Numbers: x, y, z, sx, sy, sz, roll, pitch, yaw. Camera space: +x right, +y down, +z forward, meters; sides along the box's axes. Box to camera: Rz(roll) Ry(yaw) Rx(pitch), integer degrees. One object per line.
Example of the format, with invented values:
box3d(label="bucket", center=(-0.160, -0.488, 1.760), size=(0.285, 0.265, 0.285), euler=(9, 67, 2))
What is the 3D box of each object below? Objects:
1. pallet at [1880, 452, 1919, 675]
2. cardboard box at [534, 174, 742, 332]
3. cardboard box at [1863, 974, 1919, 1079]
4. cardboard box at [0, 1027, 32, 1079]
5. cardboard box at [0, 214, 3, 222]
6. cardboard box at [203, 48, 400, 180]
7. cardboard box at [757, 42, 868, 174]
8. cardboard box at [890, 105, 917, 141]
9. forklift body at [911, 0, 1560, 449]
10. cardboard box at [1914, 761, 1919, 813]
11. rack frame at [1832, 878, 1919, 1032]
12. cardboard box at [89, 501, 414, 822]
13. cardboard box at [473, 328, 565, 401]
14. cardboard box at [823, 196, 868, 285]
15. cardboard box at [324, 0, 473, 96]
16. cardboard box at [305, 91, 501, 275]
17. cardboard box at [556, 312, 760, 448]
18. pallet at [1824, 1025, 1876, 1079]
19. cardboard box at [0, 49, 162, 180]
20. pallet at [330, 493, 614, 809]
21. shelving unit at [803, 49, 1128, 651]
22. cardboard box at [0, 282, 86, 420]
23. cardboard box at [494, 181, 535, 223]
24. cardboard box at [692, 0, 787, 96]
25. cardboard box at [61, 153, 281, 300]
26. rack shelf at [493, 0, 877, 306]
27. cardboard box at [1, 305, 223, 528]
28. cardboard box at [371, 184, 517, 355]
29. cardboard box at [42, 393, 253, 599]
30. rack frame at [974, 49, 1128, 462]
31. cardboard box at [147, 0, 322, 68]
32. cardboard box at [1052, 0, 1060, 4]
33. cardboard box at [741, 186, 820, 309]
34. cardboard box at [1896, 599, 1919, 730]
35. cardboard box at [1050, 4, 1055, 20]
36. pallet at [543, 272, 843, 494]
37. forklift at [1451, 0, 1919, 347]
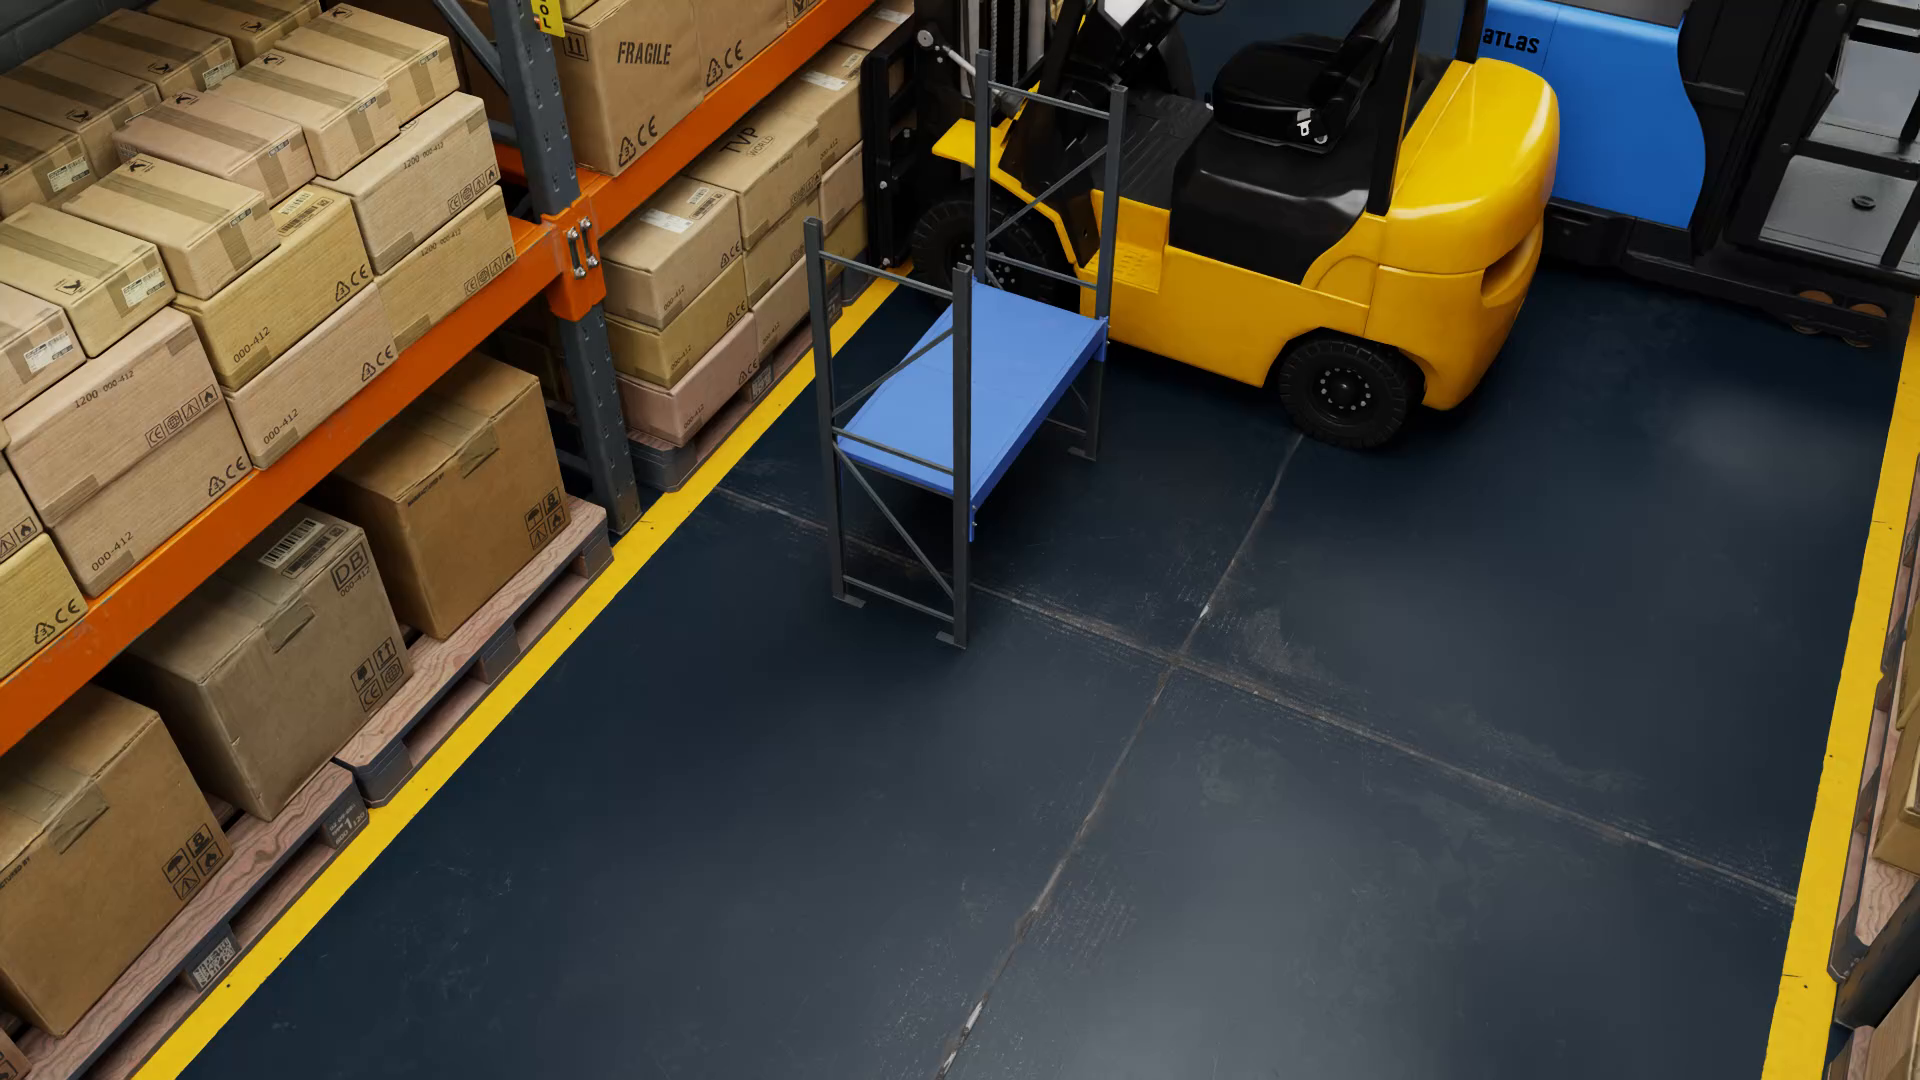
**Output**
box3d(label="pallet", center=(3.660, 0.145, 5.458), size=(1.003, 0.211, 1.213), euler=(20, 49, 19))
box3d(label="cardboard box", center=(-1.081, -0.999, 5.564), size=(0.500, 0.250, 0.500), euler=(20, 49, 18))
box3d(label="cardboard box", center=(2.573, 1.478, 3.732), size=(0.950, 0.372, 0.625), euler=(21, 49, 20))
box3d(label="cardboard box", center=(-2.842, 1.139, 3.890), size=(0.875, 0.625, 0.625), euler=(22, 49, 20))
box3d(label="cardboard box", center=(-2.463, -0.753, 3.859), size=(0.380, 0.149, 0.250), euler=(20, 49, 19))
box3d(label="cardboard box", center=(-1.649, -1.072, 4.174), size=(0.380, 0.149, 0.250), euler=(20, 49, 18))
box3d(label="cardboard box", center=(-0.614, -1.635, 6.192), size=(0.500, 0.250, 0.500), euler=(22, 49, 20))
box3d(label="cardboard box", center=(-0.375, -1.774, 6.681), size=(0.500, 0.250, 0.500), euler=(20, 49, 19))
box3d(label="forklift body", center=(1.009, -1.690, 5.908), size=(2.313, 2.155, 1.214), euler=(20, 49, 19))
box3d(label="cardboard box", center=(2.852, 0.465, 4.292), size=(0.500, 0.500, 0.500), euler=(20, 49, 19))
box3d(label="rack frame", center=(2.815, 0.371, 3.275), size=(1.000, 3.000, 0.127), euler=(20, 49, 19))
box3d(label="cardboard box", center=(-2.183, 0.240, 4.778), size=(0.875, 0.625, 0.625), euler=(20, 49, 19))
box3d(label="cardboard box", center=(-1.537, -0.819, 6.089), size=(0.500, 0.250, 0.500), euler=(21, 49, 19))
box3d(label="cardboard box", center=(-0.619, -1.296, 6.560), size=(0.500, 0.250, 0.500), euler=(21, 49, 20))
box3d(label="cardboard box", center=(-1.614, -1.673, 5.224), size=(0.500, 0.500, 0.500), euler=(20, 49, 19))
box3d(label="cardboard box", center=(-1.585, -0.995, 4.378), size=(0.500, 0.250, 0.500), euler=(19, 48, 18))
box3d(label="cardboard box", center=(-1.066, -0.642, 5.914), size=(0.500, 0.250, 0.500), euler=(21, 49, 19))
box3d(label="pallet", center=(2.455, 1.842, 3.781), size=(1.003, 0.211, 1.213), euler=(20, 49, 19))
box3d(label="cardboard box", center=(-2.224, -1.069, 4.172), size=(0.380, 0.149, 0.250), euler=(20, 49, 19))
box3d(label="pallet", center=(-1.891, 0.192, 5.412), size=(1.003, 0.211, 1.213), euler=(20, 49, 19))
box3d(label="shelving unit", center=(0.040, -0.581, 5.270), size=(0.538, 1.500, 1.048), euler=(20, 49, 19))
box3d(label="cardboard box", center=(-2.112, -0.426, 3.535), size=(0.380, 0.149, 0.250), euler=(21, 49, 19))
box3d(label="cardboard box", center=(-1.526, -1.172, 5.734), size=(0.500, 0.250, 0.500), euler=(21, 49, 20))
box3d(label="cardboard box", center=(-0.919, -1.828, 5.377), size=(0.500, 0.500, 0.500), euler=(21, 49, 20))
box3d(label="cardboard box", center=(-1.814, -0.725, 3.832), size=(0.380, 0.149, 0.250), euler=(19, 48, 18))
box3d(label="rack shelf", center=(-0.655, -2.273, 6.393), size=(1.077, 0.370, 4.000), euler=(20, 49, 19))
box3d(label="cardboard box", center=(-2.060, -0.348, 3.739), size=(0.500, 0.250, 0.500), euler=(21, 49, 20))
box3d(label="cardboard box", center=(-1.586, -0.809, 4.546), size=(0.500, 0.250, 0.500), euler=(22, 49, 20))
box3d(label="cardboard box", center=(-2.072, -0.188, 3.932), size=(0.500, 0.250, 0.500), euler=(21, 49, 19))
box3d(label="rack frame", center=(0.276, -0.901, 5.586), size=(0.500, 1.500, 0.032), euler=(20, 49, 19))
box3d(label="cardboard box", center=(-1.937, -1.378, 4.477), size=(0.380, 0.149, 0.250), euler=(19, 48, 18))
box3d(label="cardboard box", center=(0.324, -2.732, 7.628), size=(0.500, 0.250, 0.500), euler=(20, 49, 19))
box3d(label="cardboard box", center=(-0.854, -1.143, 6.057), size=(0.500, 0.250, 0.500), euler=(20, 49, 19))
box3d(label="cardboard box", center=(3.089, 0.390, 4.894), size=(0.500, 0.250, 0.500), euler=(19, 48, 18))
box3d(label="cardboard box", center=(0.096, -2.256, 7.509), size=(0.500, 0.250, 0.500), euler=(20, 49, 19))
box3d(label="pallet", center=(-1.177, -0.773, 6.365), size=(1.003, 0.211, 1.213), euler=(20, 49, 19))
box3d(label="forklift", center=(3.479, -2.216, 5.880), size=(3.031, 2.935, 1.130), euler=(19, 48, 18))
